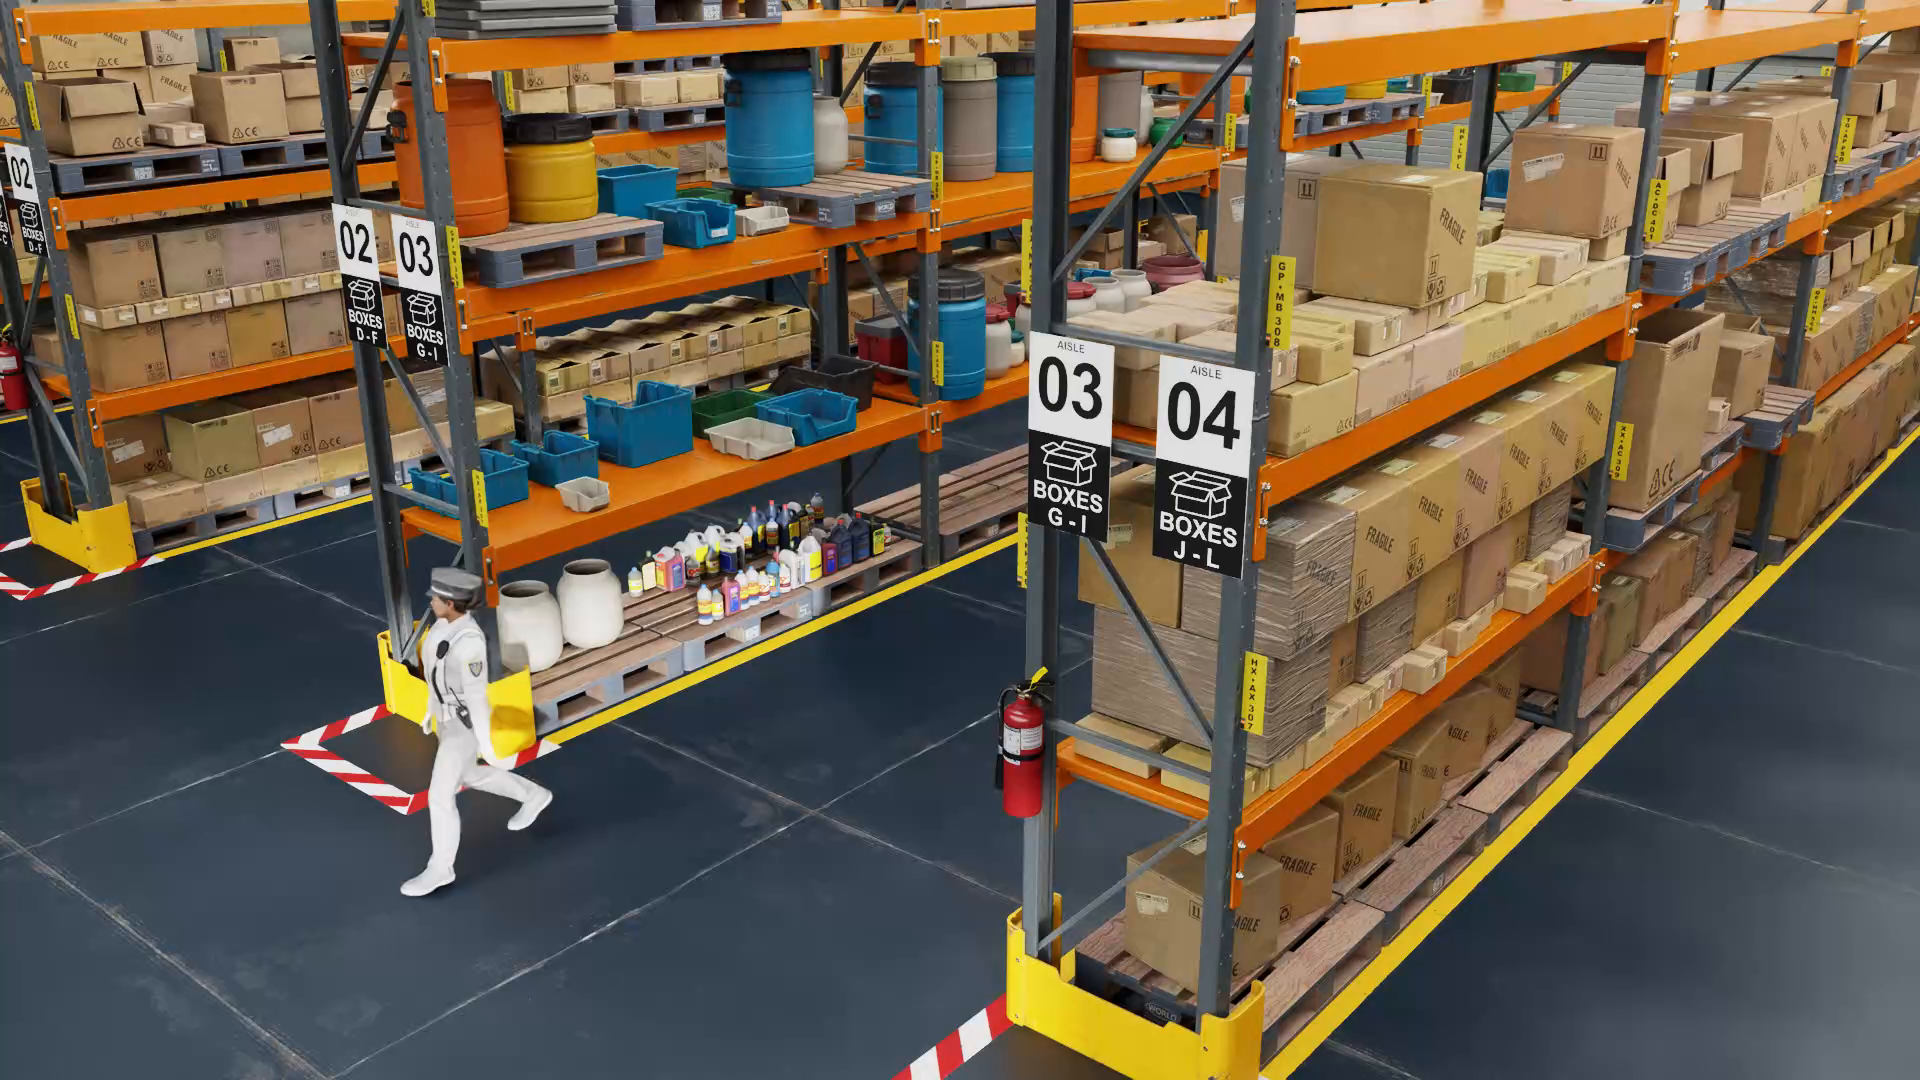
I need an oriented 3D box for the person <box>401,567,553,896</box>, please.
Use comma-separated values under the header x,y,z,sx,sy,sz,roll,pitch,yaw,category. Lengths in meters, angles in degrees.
x,y,z,sx,sy,sz,roll,pitch,yaw,category
-2.572,0.910,8.582,0.912,1.634,0.511,-13,24,-32,person
